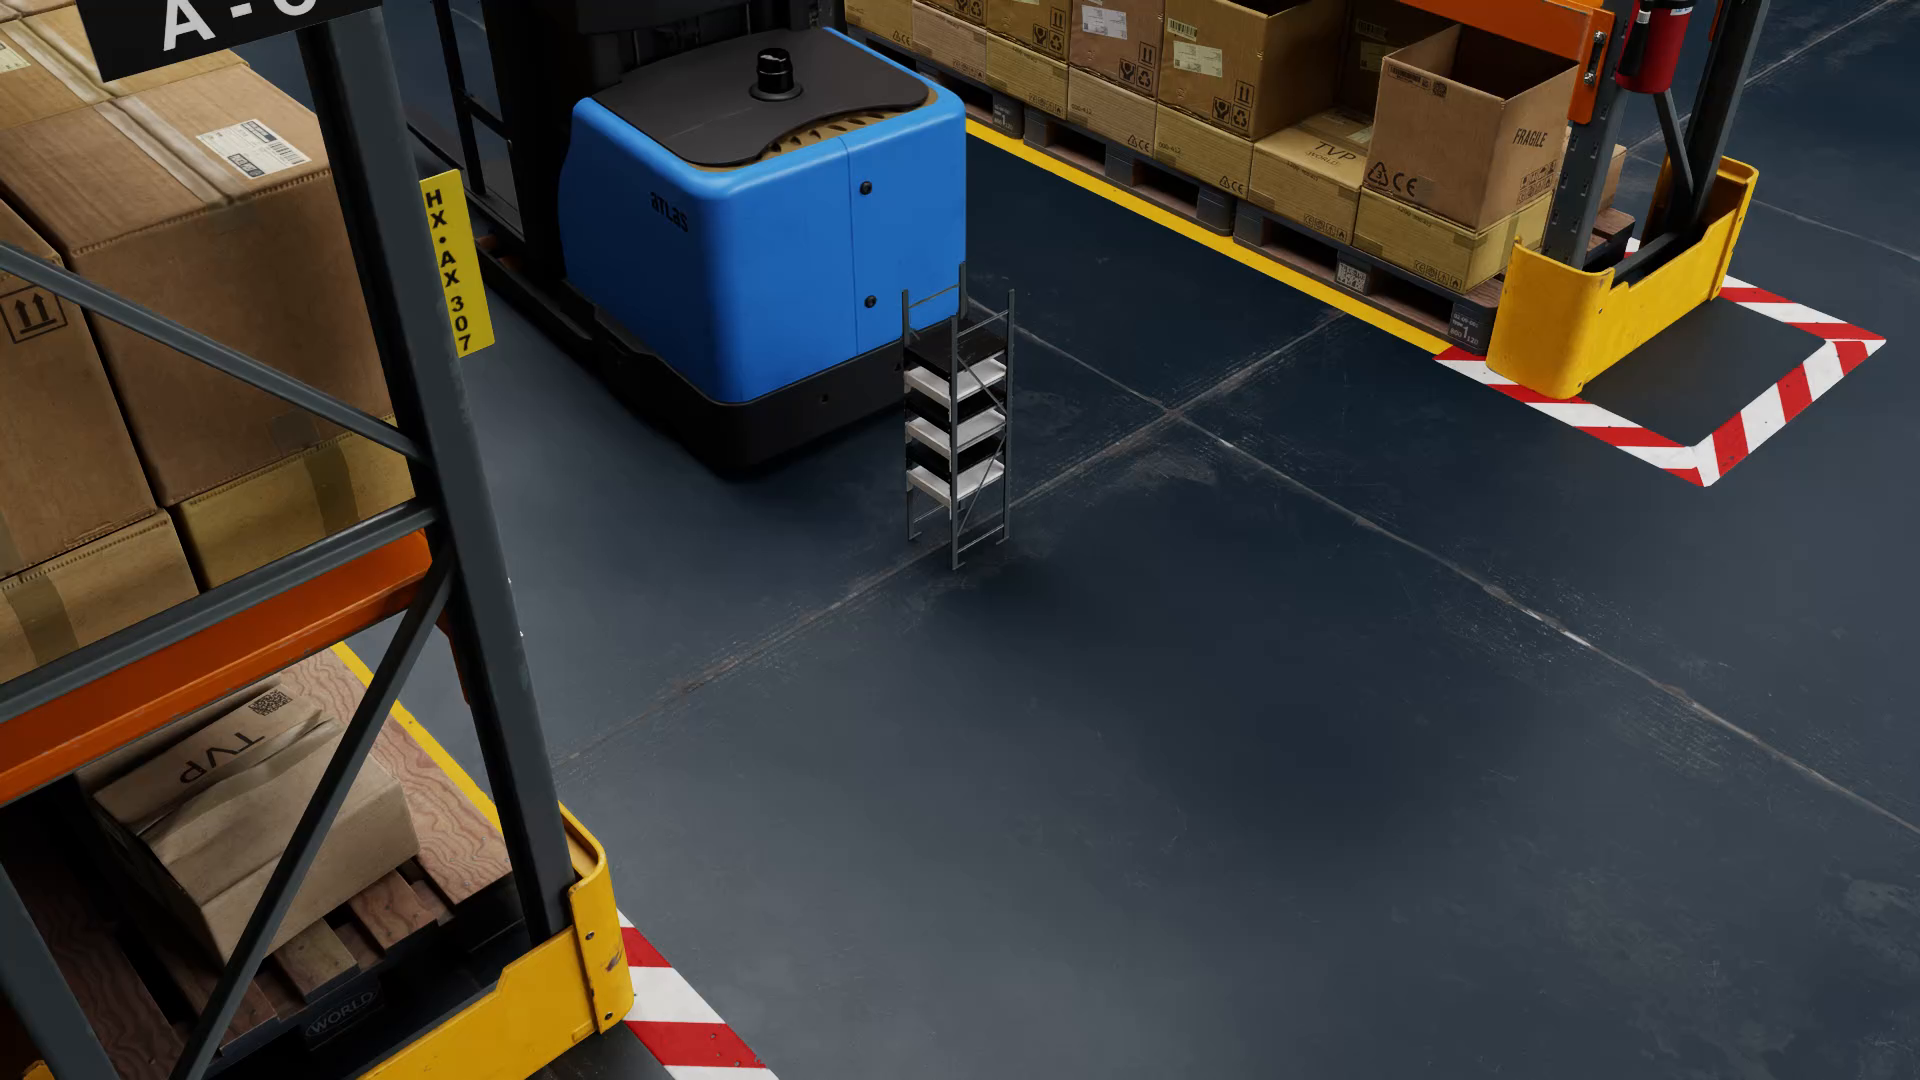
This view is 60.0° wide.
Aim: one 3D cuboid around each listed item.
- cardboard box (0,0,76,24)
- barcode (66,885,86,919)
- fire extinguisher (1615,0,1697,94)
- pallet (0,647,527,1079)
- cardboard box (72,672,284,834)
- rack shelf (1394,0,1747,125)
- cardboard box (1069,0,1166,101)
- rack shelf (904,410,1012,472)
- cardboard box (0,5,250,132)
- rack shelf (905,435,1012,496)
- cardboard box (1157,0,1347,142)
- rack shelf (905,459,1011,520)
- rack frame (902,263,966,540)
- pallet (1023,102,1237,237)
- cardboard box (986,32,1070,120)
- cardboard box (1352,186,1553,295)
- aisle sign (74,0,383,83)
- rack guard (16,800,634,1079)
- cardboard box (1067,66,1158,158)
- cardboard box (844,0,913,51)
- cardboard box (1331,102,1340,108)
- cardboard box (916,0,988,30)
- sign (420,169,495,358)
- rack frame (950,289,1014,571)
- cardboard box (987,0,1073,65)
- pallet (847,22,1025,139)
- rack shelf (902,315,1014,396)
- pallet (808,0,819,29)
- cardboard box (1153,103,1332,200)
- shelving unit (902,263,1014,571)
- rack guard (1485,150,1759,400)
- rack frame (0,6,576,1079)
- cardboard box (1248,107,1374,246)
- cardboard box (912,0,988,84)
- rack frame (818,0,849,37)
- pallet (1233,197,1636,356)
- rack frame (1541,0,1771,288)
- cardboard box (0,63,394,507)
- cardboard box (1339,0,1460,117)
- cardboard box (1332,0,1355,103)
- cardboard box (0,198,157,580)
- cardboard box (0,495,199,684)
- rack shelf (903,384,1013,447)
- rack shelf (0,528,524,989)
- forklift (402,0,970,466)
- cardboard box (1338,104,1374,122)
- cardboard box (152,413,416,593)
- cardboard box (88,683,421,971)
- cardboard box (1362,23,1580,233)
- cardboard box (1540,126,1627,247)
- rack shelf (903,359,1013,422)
[{"bbox_3d":[-2.008,-0.941,3.534,0.500,0.500,0.500,-32,49,-33],"label":"cardboard box"},{"bbox_3d":[-1.943,0.798,3.657,0.001,0.075,0.075,-30,48,-32],"label":"barcode"},{"bbox_3d":[2.149,-1.701,5.030,0.296,0.674,0.183,-30,48,-32],"label":"fire extinguisher"},{"bbox_3d":[-1.809,0.782,4.113,1.003,0.211,1.213,-30,48,-32],"label":"pallet"},{"bbox_3d":[-2.022,0.376,4.187,0.500,0.311,0.500,-26,46,-28],"label":"cardboard box"},{"bbox_3d":[1.059,-2.629,6.690,1.077,0.370,4.000,-30,48,-32],"label":"rack shelf"},{"bbox_3d":[0.805,-2.179,6.818,0.500,0.500,0.500,-30,48,-32],"label":"cardboard box"},{"bbox_3d":[-0.005,-0.328,4.993,0.258,0.077,0.200,-30,48,-32],"label":"rack shelf"},{"bbox_3d":[-1.663,-0.699,3.235,0.500,0.500,0.500,-30,48,-32],"label":"cardboard box"},{"bbox_3d":[-0.005,-0.258,5.049,0.258,0.077,0.200,-30,48,-32],"label":"rack shelf"},{"bbox_3d":[1.143,-1.947,6.531,0.500,0.500,0.500,-30,48,-32],"label":"cardboard box"},{"bbox_3d":[-0.005,-0.188,5.106,0.258,0.077,0.200,-30,48,-32],"label":"rack shelf"},{"bbox_3d":[-0.074,-0.401,5.030,0.240,0.900,0.006,-30,48,-32],"label":"rack frame"},{"bbox_3d":[1.043,-1.799,7.309,1.003,0.211,1.213,-30,48,-32],"label":"pallet"},{"bbox_3d":[0.465,-2.117,7.339,0.500,0.250,0.500,-30,48,-32],"label":"cardboard box"},{"bbox_3d":[1.831,-1.200,6.202,0.500,0.250,0.500,-30,48,-32],"label":"cardboard box"},{"bbox_3d":[-0.965,-0.982,2.009,0.394,0.787,0.004,-30,48,-32],"label":"aisle sign"},{"bbox_3d":[-1.286,1.061,3.539,1.175,0.500,0.348,-30,48,-32],"label":"rack guard"},{"bbox_3d":[0.808,-1.889,7.055,0.500,0.250,0.500,-30,48,-32],"label":"cardboard box"},{"bbox_3d":[-0.203,-2.585,7.917,0.500,0.250,0.500,-30,48,-32],"label":"cardboard box"},{"bbox_3d":[1.534,-1.881,7.046,0.500,0.250,0.500,-30,48,-32],"label":"cardboard box"},{"bbox_3d":[0.133,-2.644,7.394,0.500,0.500,0.500,-30,48,-32],"label":"cardboard box"},{"bbox_3d":[-0.835,-0.444,2.723,0.100,0.325,0.005,-30,48,-32],"label":"sign"},{"bbox_3d":[0.063,-0.307,4.914,0.240,0.900,0.006,-30,48,-32],"label":"rack frame"},{"bbox_3d":[0.466,-2.409,7.103,0.500,0.500,0.500,-30,48,-32],"label":"cardboard box"},{"bbox_3d":[0.213,-2.364,8.009,1.003,0.211,1.213,-30,48,-32],"label":"pallet"},{"bbox_3d":[-0.005,-0.538,4.823,0.258,0.077,0.200,-30,48,-32],"label":"rack shelf"},{"bbox_3d":[-0.821,-3.074,8.888,1.003,0.211,1.213,-30,48,-32],"label":"pallet"},{"bbox_3d":[1.145,-1.656,6.768,0.500,0.250,0.500,-30,48,-32],"label":"cardboard box"},{"bbox_3d":[-0.005,-0.354,4.972,0.258,0.900,0.210,-30,48,-32],"label":"shelving unit"},{"bbox_3d":[2.428,-1.000,6.090,1.175,0.500,0.348,-30,48,-32],"label":"rack guard"},{"bbox_3d":[-1.235,0.124,2.710,1.000,3.000,0.127,-30,48,-32],"label":"rack frame"},{"bbox_3d":[1.484,-1.426,6.482,0.500,0.250,0.500,-30,48,-32],"label":"cardboard box"},{"bbox_3d":[0.131,-2.351,7.628,0.500,0.250,0.500,-30,48,-32],"label":"cardboard box"},{"bbox_3d":[-0.294,-3.834,7.610,1.000,3.000,0.127,-30,48,-32],"label":"rack frame"},{"bbox_3d":[1.864,-1.235,6.610,1.003,0.211,1.213,-30,48,-32],"label":"pallet"},{"bbox_3d":[2.412,-1.983,5.318,1.000,3.000,0.127,-30,48,-32],"label":"rack frame"},{"bbox_3d":[-1.336,-0.466,2.947,0.500,0.500,0.500,-30,48,-32],"label":"cardboard box"},{"bbox_3d":[1.873,-1.942,6.524,0.500,0.500,0.500,-30,48,-32],"label":"cardboard box"},{"bbox_3d":[1.526,-2.168,6.804,0.500,0.500,0.500,-30,48,-32],"label":"cardboard box"},{"bbox_3d":[-1.710,-0.245,2.673,0.500,0.500,0.500,-31,48,-32],"label":"cardboard box"},{"bbox_3d":[-1.694,0.040,2.916,0.500,0.250,0.500,-29,47,-31],"label":"cardboard box"},{"bbox_3d":[-0.005,-0.398,4.936,0.258,0.077,0.200,-30,48,-32],"label":"rack shelf"},{"bbox_3d":[-2.587,-0.522,4.082,1.077,0.370,4.000,-30,48,-32],"label":"rack shelf"},{"bbox_3d":[-1.275,-2.246,5.698,1.130,2.935,3.031,-27,46,-29],"label":"forklift"},{"bbox_3d":[1.872,-1.649,6.759,0.500,0.250,0.500,-30,48,-32],"label":"cardboard box"},{"bbox_3d":[-1.331,-0.187,3.197,0.500,0.250,0.500,-31,48,-33],"label":"cardboard box"},{"bbox_3d":[-1.636,0.640,3.860,0.500,0.311,0.500,29,47,31],"label":"cardboard box"},{"bbox_3d":[1.830,-1.490,5.965,0.500,0.500,0.500,-30,48,-32],"label":"cardboard box"},{"bbox_3d":[2.213,-1.420,6.475,0.500,0.250,0.500,-30,48,-32],"label":"cardboard box"},{"bbox_3d":[-0.005,-0.468,4.880,0.258,0.077,0.200,-30,48,-32],"label":"rack shelf"}]
